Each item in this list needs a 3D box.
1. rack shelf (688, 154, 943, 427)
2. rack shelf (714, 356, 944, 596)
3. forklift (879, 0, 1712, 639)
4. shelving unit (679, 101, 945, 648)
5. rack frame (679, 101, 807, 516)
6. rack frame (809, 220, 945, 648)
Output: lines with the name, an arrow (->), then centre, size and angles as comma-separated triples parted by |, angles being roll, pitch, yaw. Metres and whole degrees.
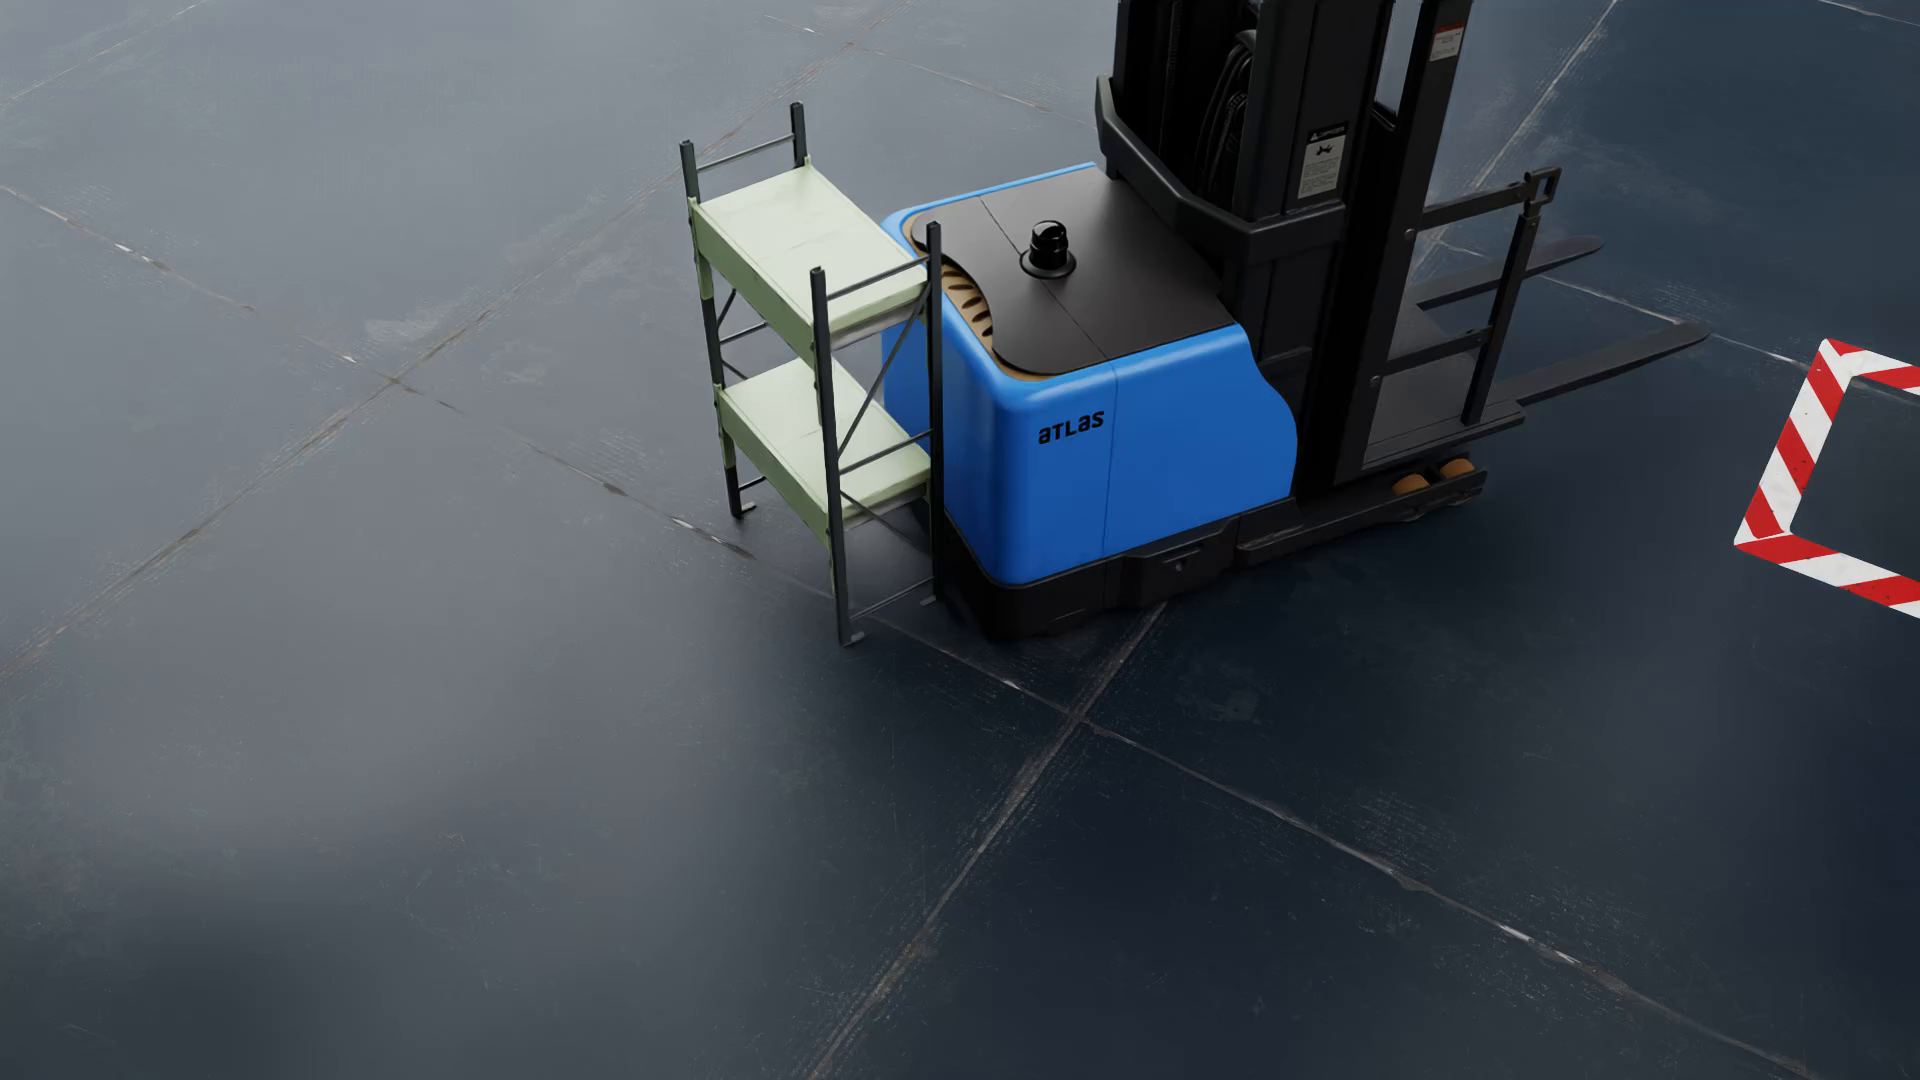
rack shelf -> -0.428, -0.747, 4.886 | 0.431, 0.370, 0.720 | -26, 51, -23
rack shelf -> -0.428, -0.248, 5.399 | 0.431, 0.370, 0.720 | -26, 51, -23
forklift -> 1.284, -1.416, 5.082 | 3.031, 2.935, 1.130 | -18, 48, -17
shelving unit -> -0.428, -0.475, 5.166 | 0.431, 1.500, 0.755 | -26, 51, -23
rack frame -> -0.634, -0.692, 5.376 | 0.400, 1.500, 0.023 | -26, 51, -23
rack frame -> -0.222, -0.258, 4.955 | 0.400, 1.500, 0.023 | -26, 51, -23
